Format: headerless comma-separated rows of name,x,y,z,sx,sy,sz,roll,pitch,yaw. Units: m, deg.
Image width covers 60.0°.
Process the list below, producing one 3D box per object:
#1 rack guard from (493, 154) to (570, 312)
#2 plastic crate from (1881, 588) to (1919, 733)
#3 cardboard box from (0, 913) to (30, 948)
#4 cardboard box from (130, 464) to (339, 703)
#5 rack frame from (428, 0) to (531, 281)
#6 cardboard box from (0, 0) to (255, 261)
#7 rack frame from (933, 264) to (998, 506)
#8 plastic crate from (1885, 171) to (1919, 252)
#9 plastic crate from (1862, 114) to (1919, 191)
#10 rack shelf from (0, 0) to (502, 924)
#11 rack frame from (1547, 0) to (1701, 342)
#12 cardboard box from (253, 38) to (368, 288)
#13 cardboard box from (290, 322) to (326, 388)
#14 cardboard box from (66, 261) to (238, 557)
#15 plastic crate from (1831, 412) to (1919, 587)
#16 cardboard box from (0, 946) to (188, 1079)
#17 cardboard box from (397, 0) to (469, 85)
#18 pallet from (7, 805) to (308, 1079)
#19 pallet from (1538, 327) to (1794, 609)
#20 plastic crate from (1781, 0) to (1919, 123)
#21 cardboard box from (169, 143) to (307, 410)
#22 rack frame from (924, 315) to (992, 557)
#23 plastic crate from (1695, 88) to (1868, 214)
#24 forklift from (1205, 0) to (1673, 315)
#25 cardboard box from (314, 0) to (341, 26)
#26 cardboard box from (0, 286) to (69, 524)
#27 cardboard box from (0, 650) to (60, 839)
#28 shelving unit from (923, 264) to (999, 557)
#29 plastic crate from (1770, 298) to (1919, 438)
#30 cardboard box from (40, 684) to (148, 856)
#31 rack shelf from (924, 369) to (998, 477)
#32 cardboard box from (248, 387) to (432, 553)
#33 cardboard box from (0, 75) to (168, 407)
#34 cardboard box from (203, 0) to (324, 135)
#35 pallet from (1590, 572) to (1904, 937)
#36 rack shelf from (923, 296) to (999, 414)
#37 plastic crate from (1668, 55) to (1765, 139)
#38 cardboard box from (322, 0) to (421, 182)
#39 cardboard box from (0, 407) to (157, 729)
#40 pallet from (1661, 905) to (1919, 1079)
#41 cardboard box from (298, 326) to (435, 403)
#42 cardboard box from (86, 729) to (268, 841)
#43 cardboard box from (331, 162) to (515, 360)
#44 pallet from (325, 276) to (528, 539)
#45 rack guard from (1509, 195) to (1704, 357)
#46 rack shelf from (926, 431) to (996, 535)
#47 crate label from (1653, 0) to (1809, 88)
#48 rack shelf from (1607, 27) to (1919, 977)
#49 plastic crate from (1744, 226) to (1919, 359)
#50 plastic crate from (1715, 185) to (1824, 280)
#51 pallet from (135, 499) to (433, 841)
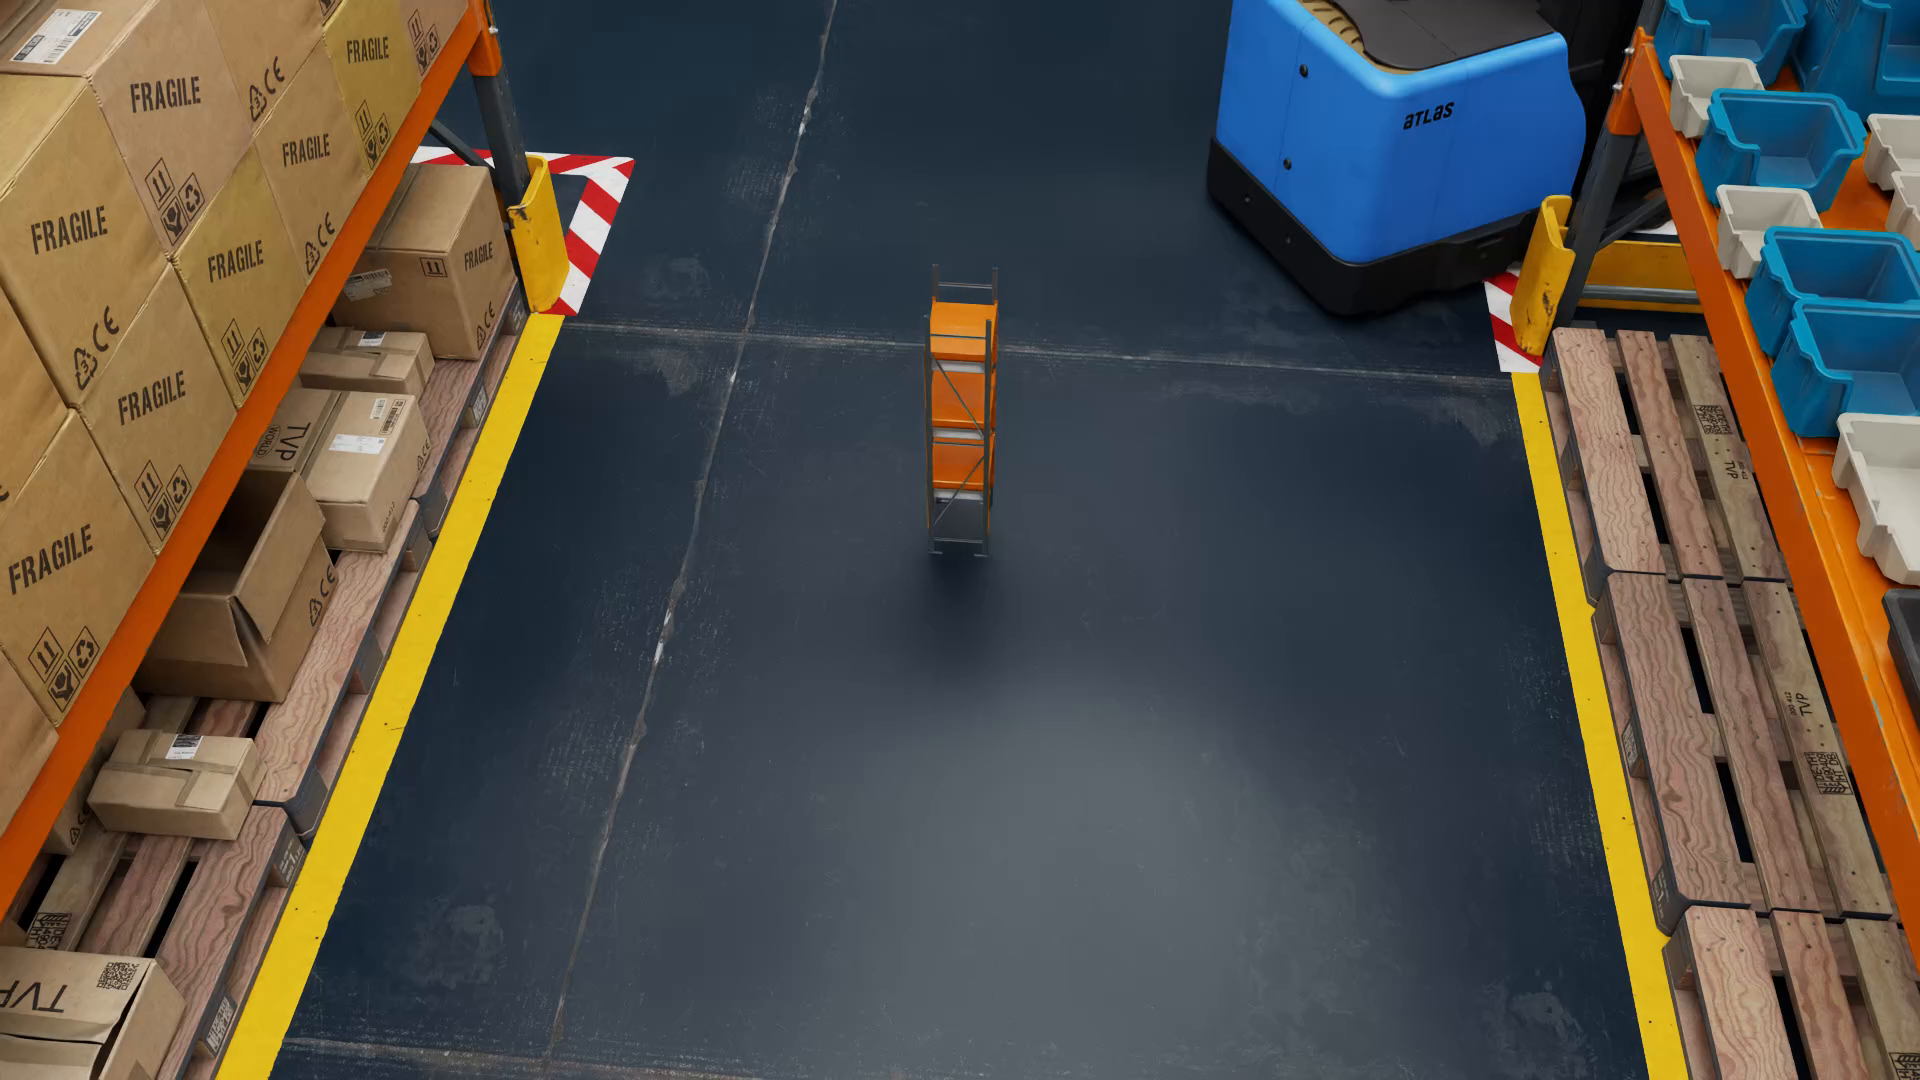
rack guard,-2.178,-1.230,6.536,1.175,0.500,0.348,4,48,4
plastic crate,2.231,0.378,3.517,0.437,0.125,0.590,4,48,4
cardboard box,-2.767,1.067,4.137,0.500,0.500,0.500,4,48,4
cardboard box,-2.370,0.123,4.998,0.797,0.503,0.637,4,48,4
rack frame,-2.172,-2.129,5.665,1.000,3.000,0.127,4,48,4
cardboard box,-2.073,-1.025,3.909,0.500,0.500,0.500,5,48,5
rack frame,0.016,-0.483,5.481,0.200,1.050,0.008,4,48,4
plastic crate,2.826,-0.901,4.680,0.396,0.136,0.243,4,48,4
plastic crate,2.867,-1.113,4.874,0.396,0.136,0.243,4,48,4
rack shelf,-2.354,-0.417,4.586,1.077,0.370,4.000,4,48,4
rack frame,2.761,-1.794,5.358,1.000,3.000,0.127,4,48,4
cardboard box,-2.036,-1.068,4.626,0.500,0.500,0.500,4,48,4
cardboard box,-2.549,-0.602,5.833,0.500,0.250,0.500,4,48,4
cardboard box,-2.127,-0.324,3.946,0.500,0.500,0.500,4,48,3
plastic crate,2.256,-0.085,3.933,0.293,0.136,0.466,4,48,4
cardboard box,-2.282,1.275,4.075,0.500,0.311,0.500,4,48,4
cardboard box,-1.941,-1.816,5.310,0.500,0.500,0.500,5,48,5
pallet,-2.472,1.246,4.467,1.003,0.211,1.213,4,48,4
pallet,2.647,-0.249,5.835,1.003,0.211,1.213,4,48,4
plastic crate,2.916,-1.567,5.086,0.616,0.435,0.499,4,48,4
cardboard box,-2.082,-0.698,4.288,0.500,0.500,0.500,3,48,3
rack frame,-0.006,-0.304,5.317,0.200,1.050,0.008,4,48,4
plastic crate,2.351,-1.114,4.809,0.416,0.233,0.300,4,48,4
forklift,2.595,-2.617,6.157,3.031,2.935,1.130,-19,50,-17
cardboard box,-1.983,-1.784,4.603,0.500,0.500,0.500,5,48,5
cardboard box,-2.166,-0.268,3.217,0.500,0.500,0.500,3,48,2
cardboard box,-2.218,0.420,3.265,0.500,0.500,0.500,5,48,5
shelving unit,0.005,-0.394,5.399,0.215,1.050,0.252,4,48,4
plastic crate,2.263,-0.410,4.165,0.416,0.233,0.300,4,48,4
cardboard box,-2.698,0.580,4.711,0.500,0.311,0.500,4,48,4
rack shelf,0.005,-0.386,5.406,0.215,0.259,0.240,4,48,4
cardboard box,-2.092,-0.238,5.500,0.500,0.250,0.500,4,48,4
cardboard box,-2.119,-0.645,3.562,0.500,0.500,0.500,3,48,2
cardboard box,-2.026,-1.402,4.255,0.500,0.500,0.500,5,48,5
pallet,2.533,0.645,5.017,1.003,0.211,1.213,4,48,4
rack shelf,0.005,-0.578,5.197,0.215,0.259,0.240,4,48,4
plastic crate,2.299,-1.335,5.077,0.250,0.136,0.298,4,48,4
cardboard box,-1.985,-1.434,4.961,0.500,0.500,0.500,4,48,4
cardboard box,-2.175,0.043,3.610,0.500,0.500,0.500,5,48,4
pallet,2.425,1.544,4.195,1.003,0.211,1.213,4,48,4
cardboard box,-2.102,-0.614,5.901,0.380,0.166,0.250,4,48,4
cardboard box,-2.213,0.687,4.710,0.380,0.166,0.250,4,48,4
cardboard box,-1.976,-1.018,6.044,0.500,0.500,0.500,4,48,4
pallet,-2.250,-0.546,6.107,1.003,0.211,1.213,4,48,4
rack guard,2.750,-0.968,6.297,1.175,0.500,0.348,4,48,4
rack shelf,0.005,-0.199,5.611,0.215,0.259,0.240,4,48,4
crate label,2.411,-1.598,5.252,0.416,0.233,0.303,4,48,4
rack shelf,2.579,-0.081,4.279,1.077,0.370,4.000,4,48,4
plastic crate,2.291,-0.630,4.367,0.416,0.233,0.300,4,48,4
plastic crate,2.237,-0.837,4.621,0.250,0.136,0.298,4,48,4
pallet,-2.364,0.348,5.289,1.003,0.211,1.213,4,48,4
